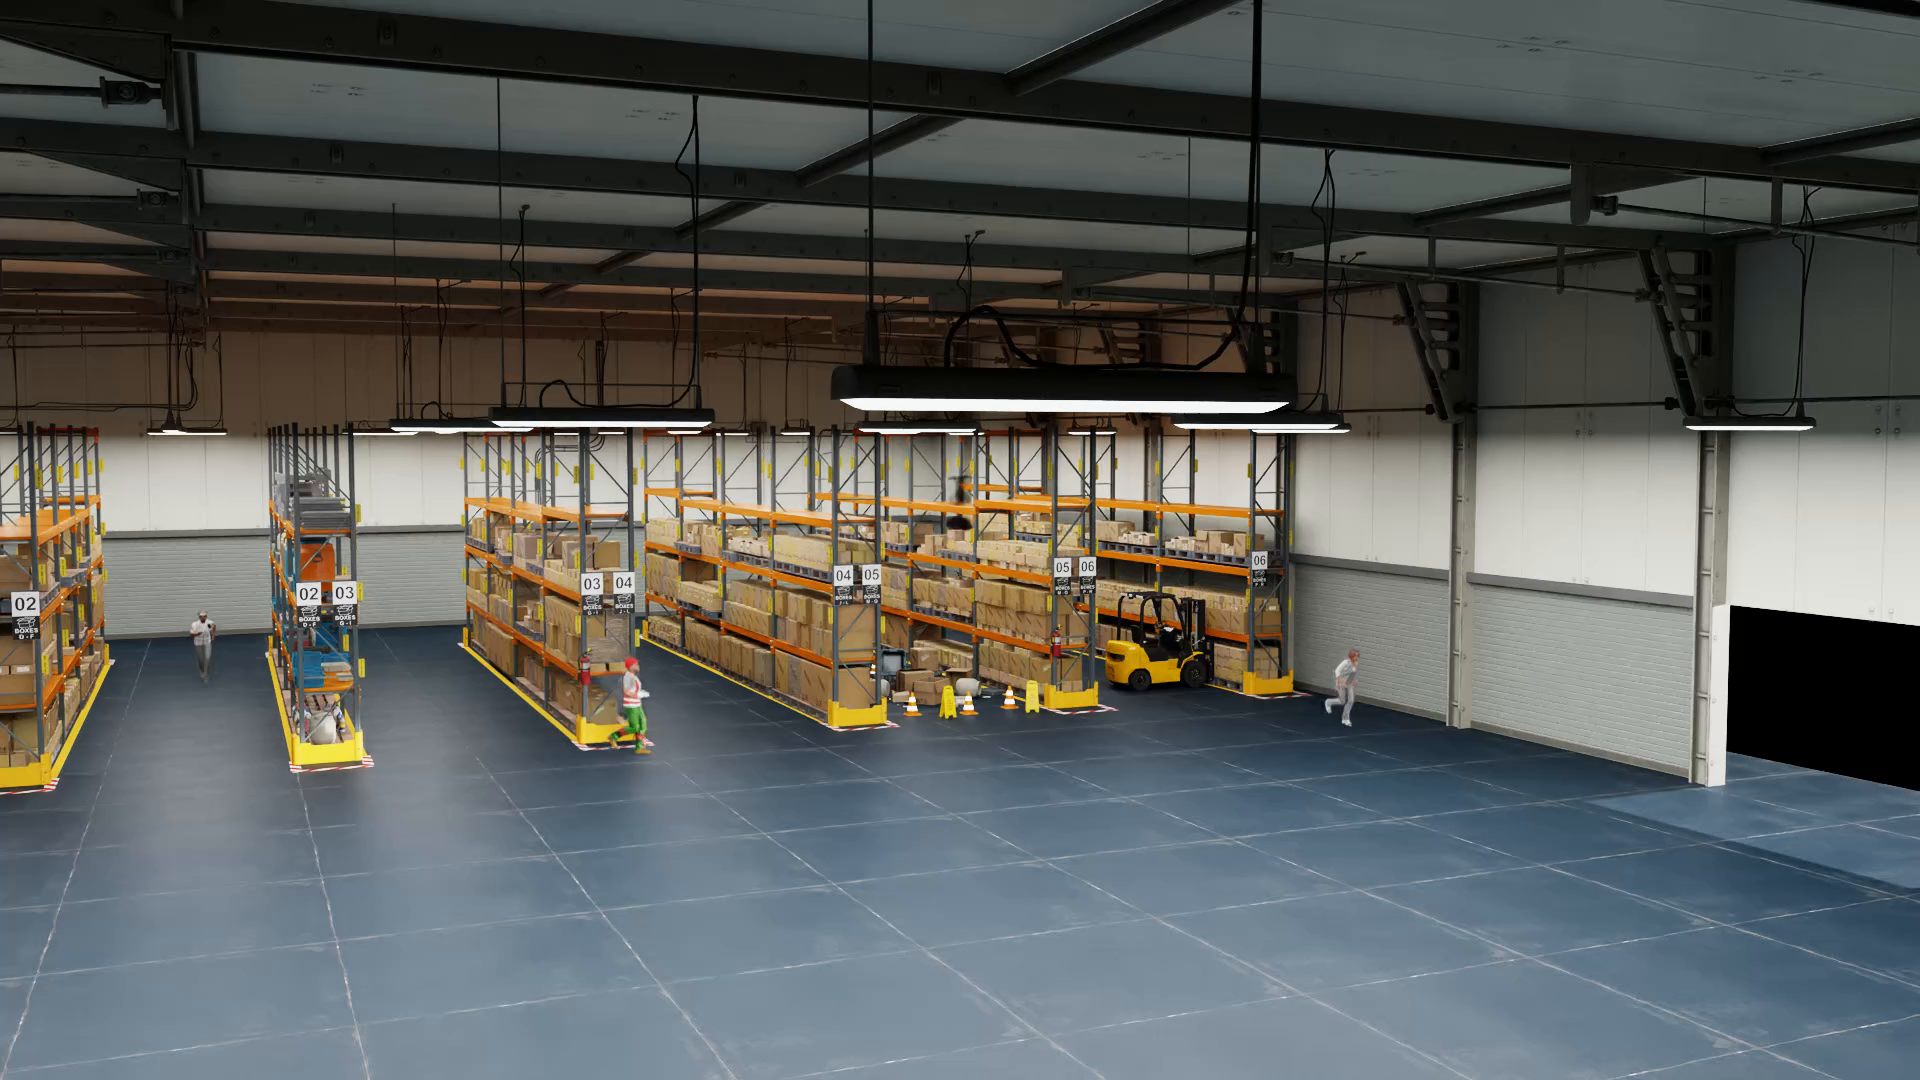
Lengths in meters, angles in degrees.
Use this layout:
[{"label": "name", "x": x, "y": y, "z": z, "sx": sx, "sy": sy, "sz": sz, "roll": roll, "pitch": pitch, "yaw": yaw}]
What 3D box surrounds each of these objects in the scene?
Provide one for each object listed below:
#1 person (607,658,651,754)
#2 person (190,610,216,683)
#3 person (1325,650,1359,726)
[{"label": "person", "x": -5.980, "y": 3.002, "z": 30.085, "sx": 0.790, "sy": 1.758, "sz": 0.658, "roll": 0, "pitch": 3, "yaw": -1}, {"label": "person", "x": -17.872, "y": 2.513, "z": 39.272, "sx": 0.580, "sy": 1.763, "sz": 0.884, "roll": -2, "pitch": 4, "yaw": -27}, {"label": "person", "x": 7.677, "y": 2.939, "z": 33.410, "sx": 0.538, "sy": 1.546, "sz": 0.810, "roll": -3, "pitch": 5, "yaw": -40}]
